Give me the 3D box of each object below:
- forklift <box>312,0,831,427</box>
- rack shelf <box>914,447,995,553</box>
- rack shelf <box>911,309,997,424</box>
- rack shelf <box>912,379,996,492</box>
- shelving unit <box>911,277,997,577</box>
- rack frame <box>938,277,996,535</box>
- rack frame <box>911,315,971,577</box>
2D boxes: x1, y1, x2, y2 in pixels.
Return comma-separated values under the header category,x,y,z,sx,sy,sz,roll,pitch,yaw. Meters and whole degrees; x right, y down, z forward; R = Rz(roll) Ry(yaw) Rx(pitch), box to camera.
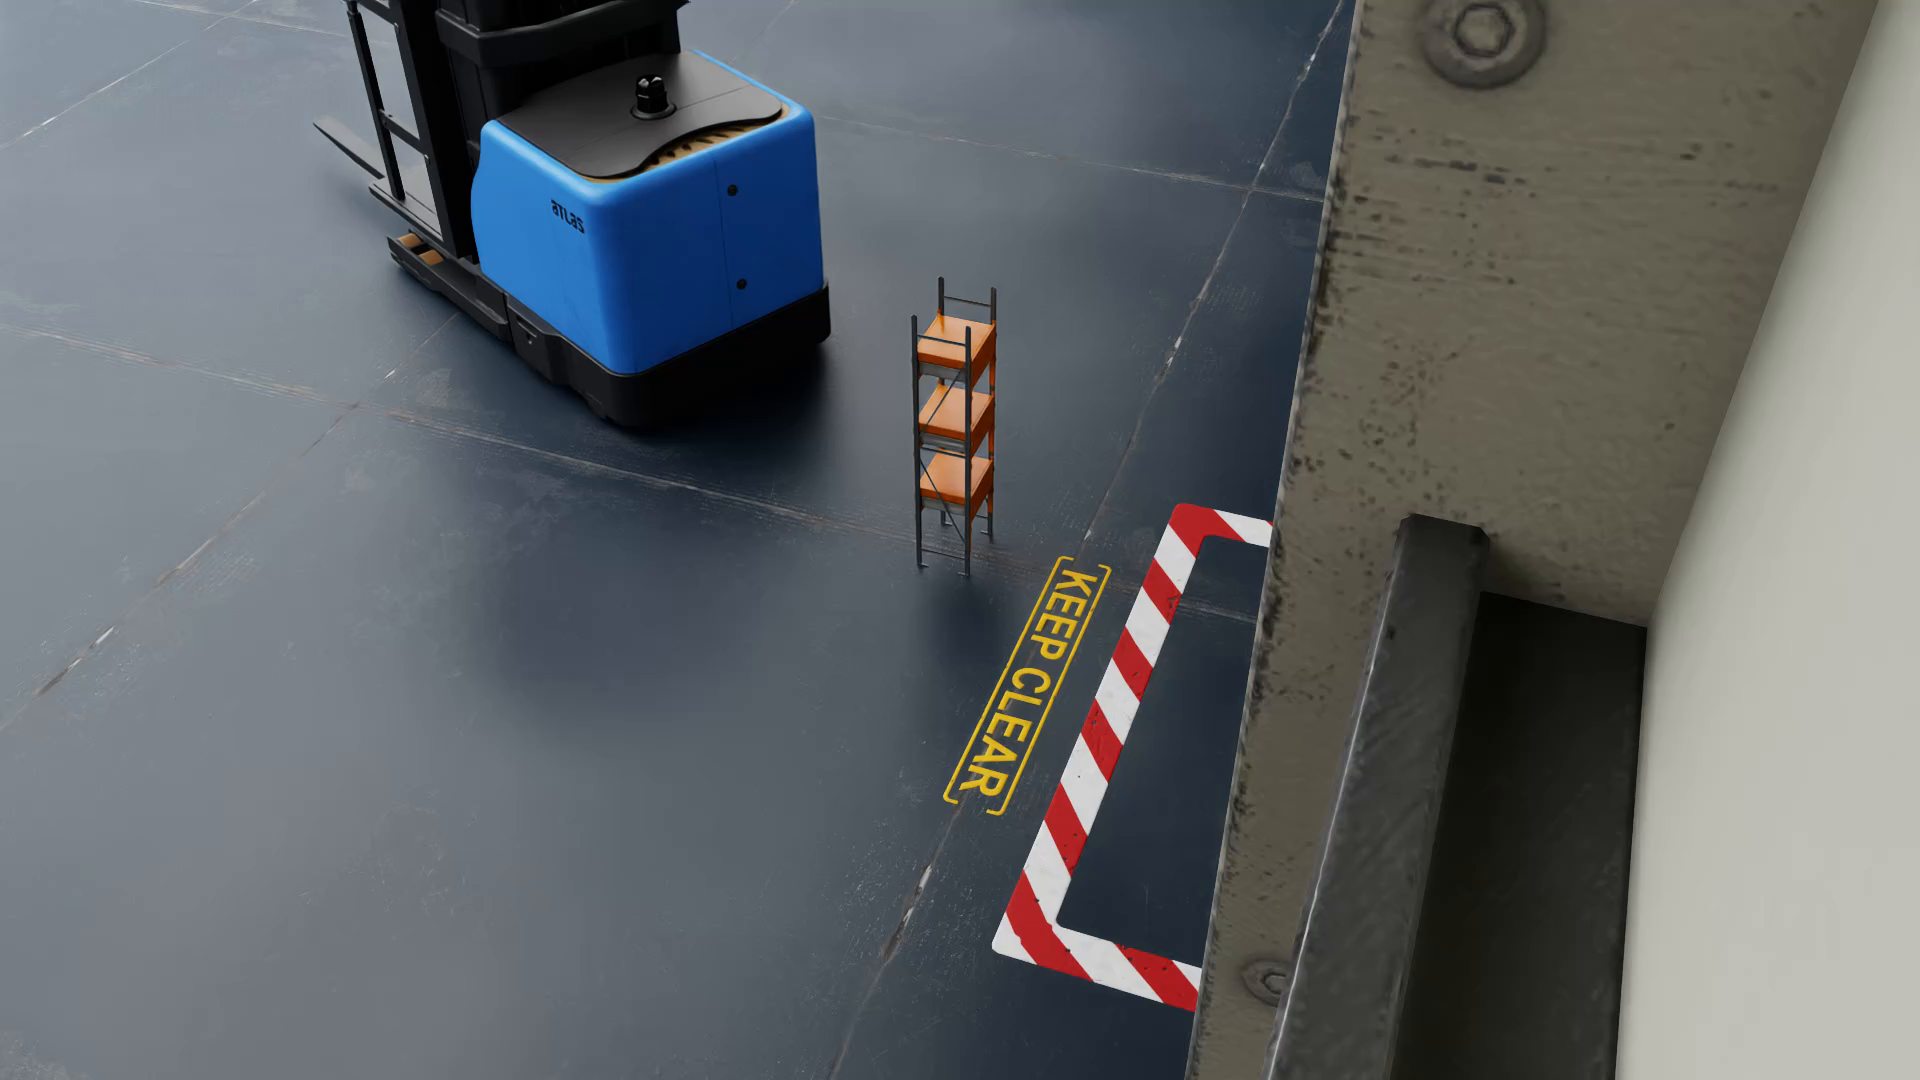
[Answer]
category,x,y,z,sx,sy,sz,roll,pitch,yaw
forklift,-1.904,-2.426,6.647,1.130,2.935,3.031,-31,49,-31
rack shelf,-0.018,-0.147,5.870,0.215,0.259,0.240,13,42,15
rack shelf,-0.018,-0.575,5.505,0.215,0.259,0.240,13,42,15
rack shelf,-0.018,-0.359,5.689,0.215,0.259,0.240,13,42,15
shelving unit,-0.018,-0.367,5.683,0.215,1.050,0.252,13,42,15
rack frame,0.023,-0.441,5.770,0.200,1.050,0.008,13,42,15
rack frame,-0.060,-0.292,5.595,0.200,1.050,0.008,13,42,15
